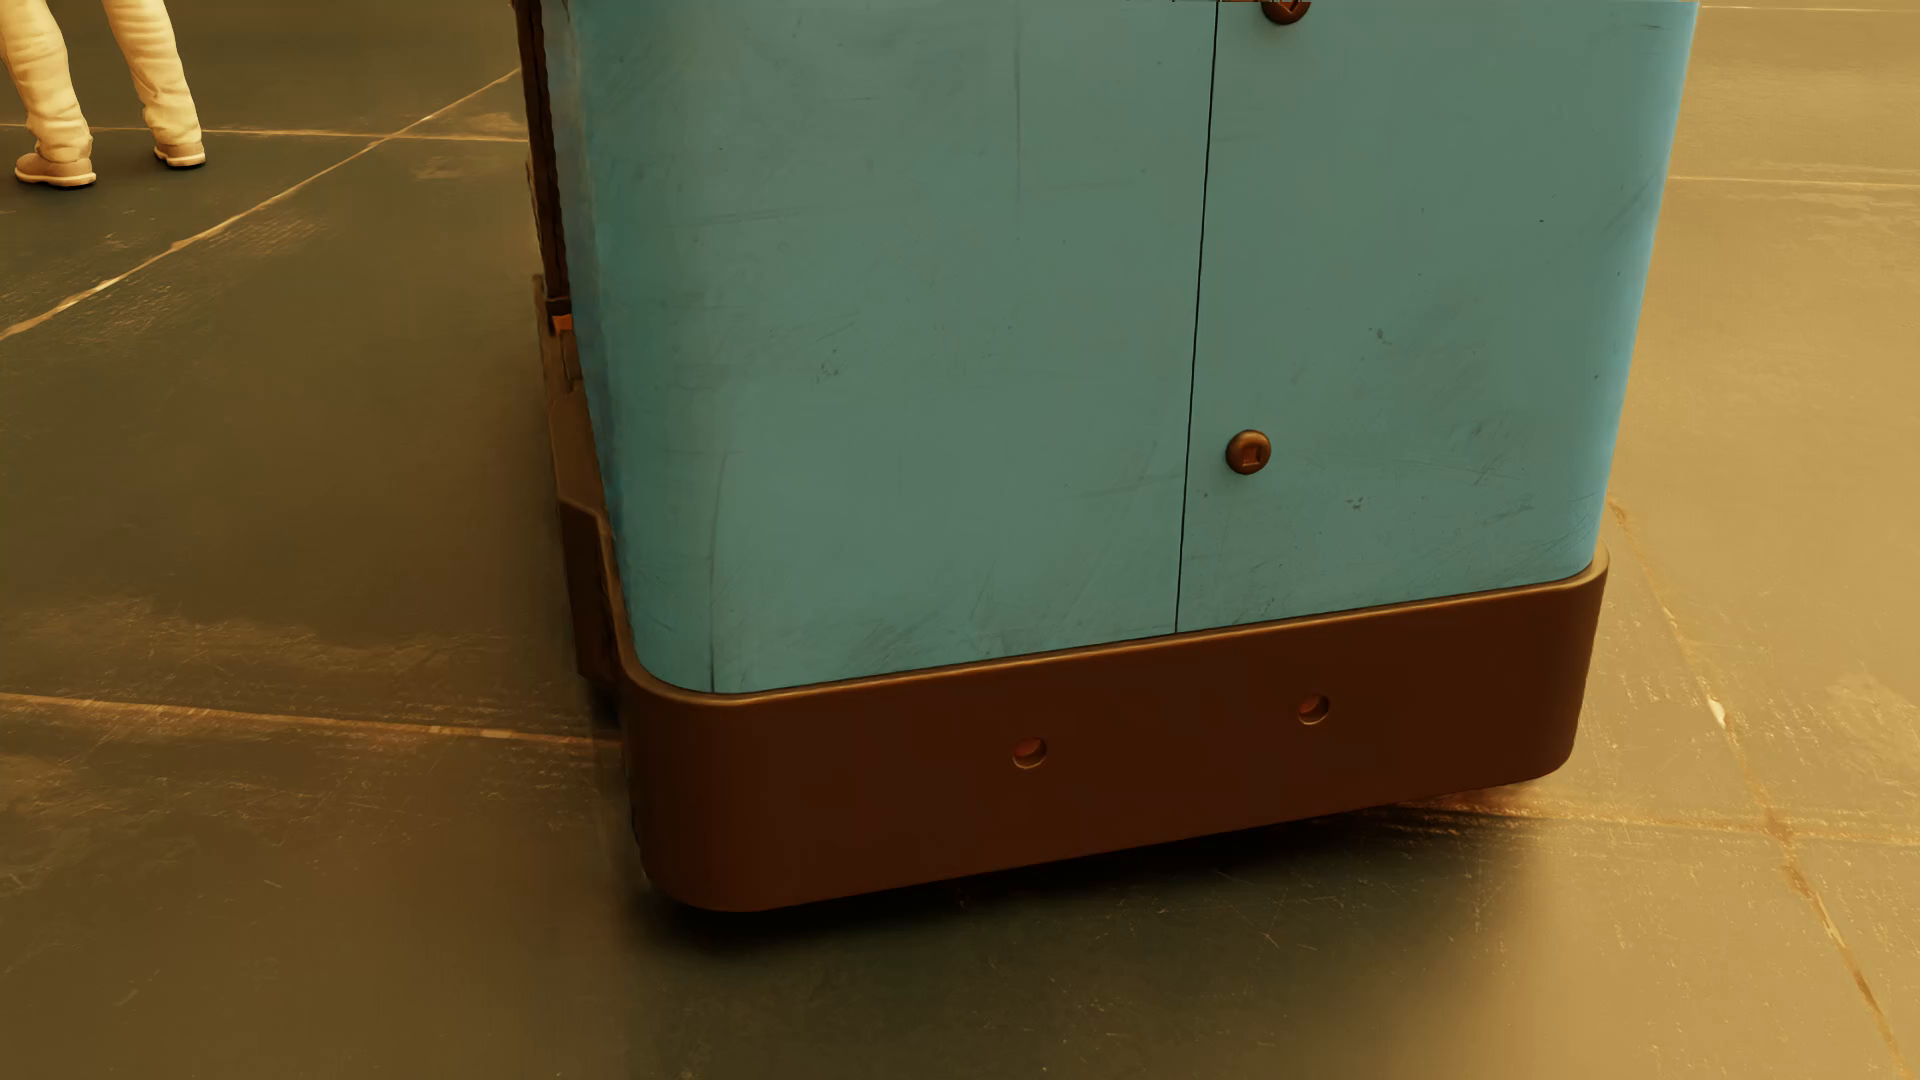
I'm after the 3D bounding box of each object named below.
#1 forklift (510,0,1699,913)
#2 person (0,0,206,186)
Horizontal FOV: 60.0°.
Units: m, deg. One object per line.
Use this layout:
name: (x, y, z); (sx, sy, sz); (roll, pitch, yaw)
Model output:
forklift: (-0.182, -1.588, 2.400); (1.130, 2.935, 3.031); (-7, 27, -14)
person: (-2.294, -1.738, 4.120); (0.464, 1.666, 0.564); (22, 34, 37)
